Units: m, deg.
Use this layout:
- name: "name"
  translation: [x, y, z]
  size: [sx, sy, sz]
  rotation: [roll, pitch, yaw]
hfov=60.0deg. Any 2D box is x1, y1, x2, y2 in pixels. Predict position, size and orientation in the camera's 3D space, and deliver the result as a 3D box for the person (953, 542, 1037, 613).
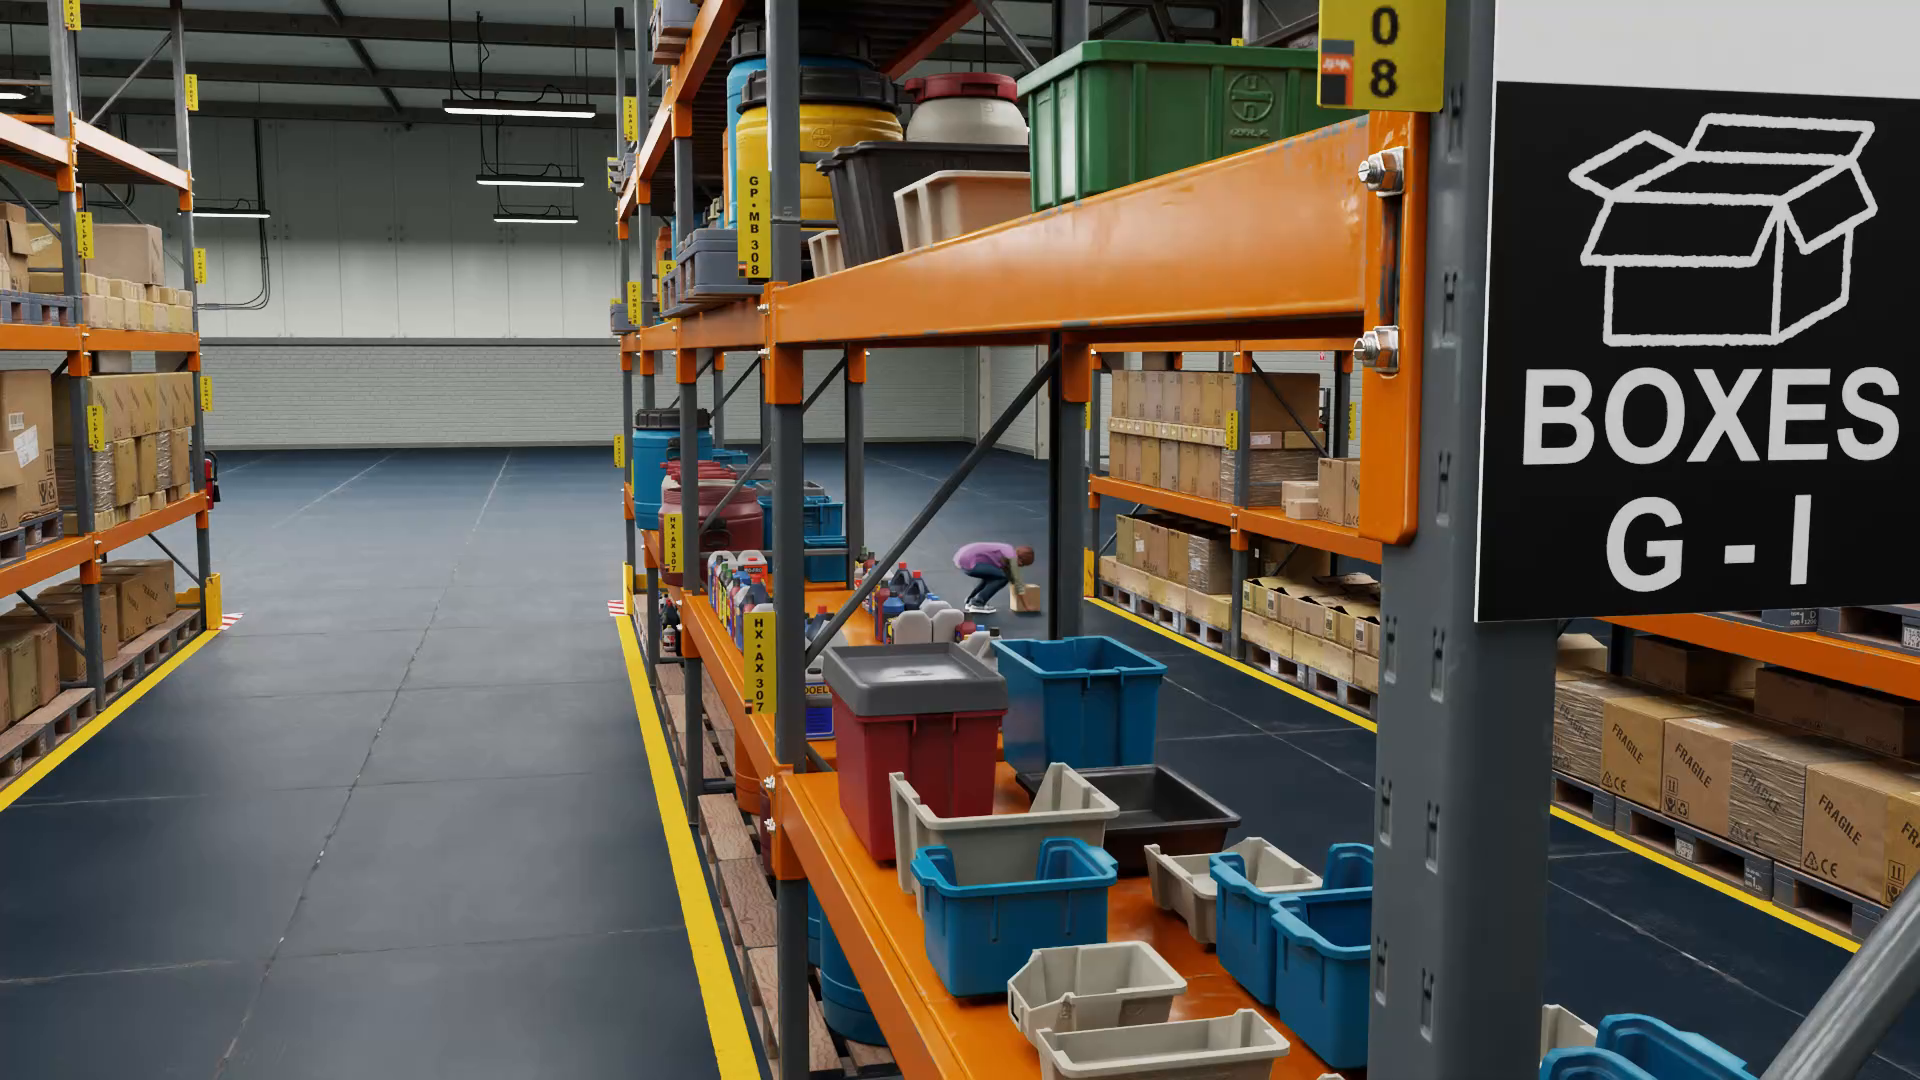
- name: "person"
  translation: [0.354, 0.387, 17.012]
  size: [0.873, 0.737, 0.422]
  rotation: [-2, 7, -15]
